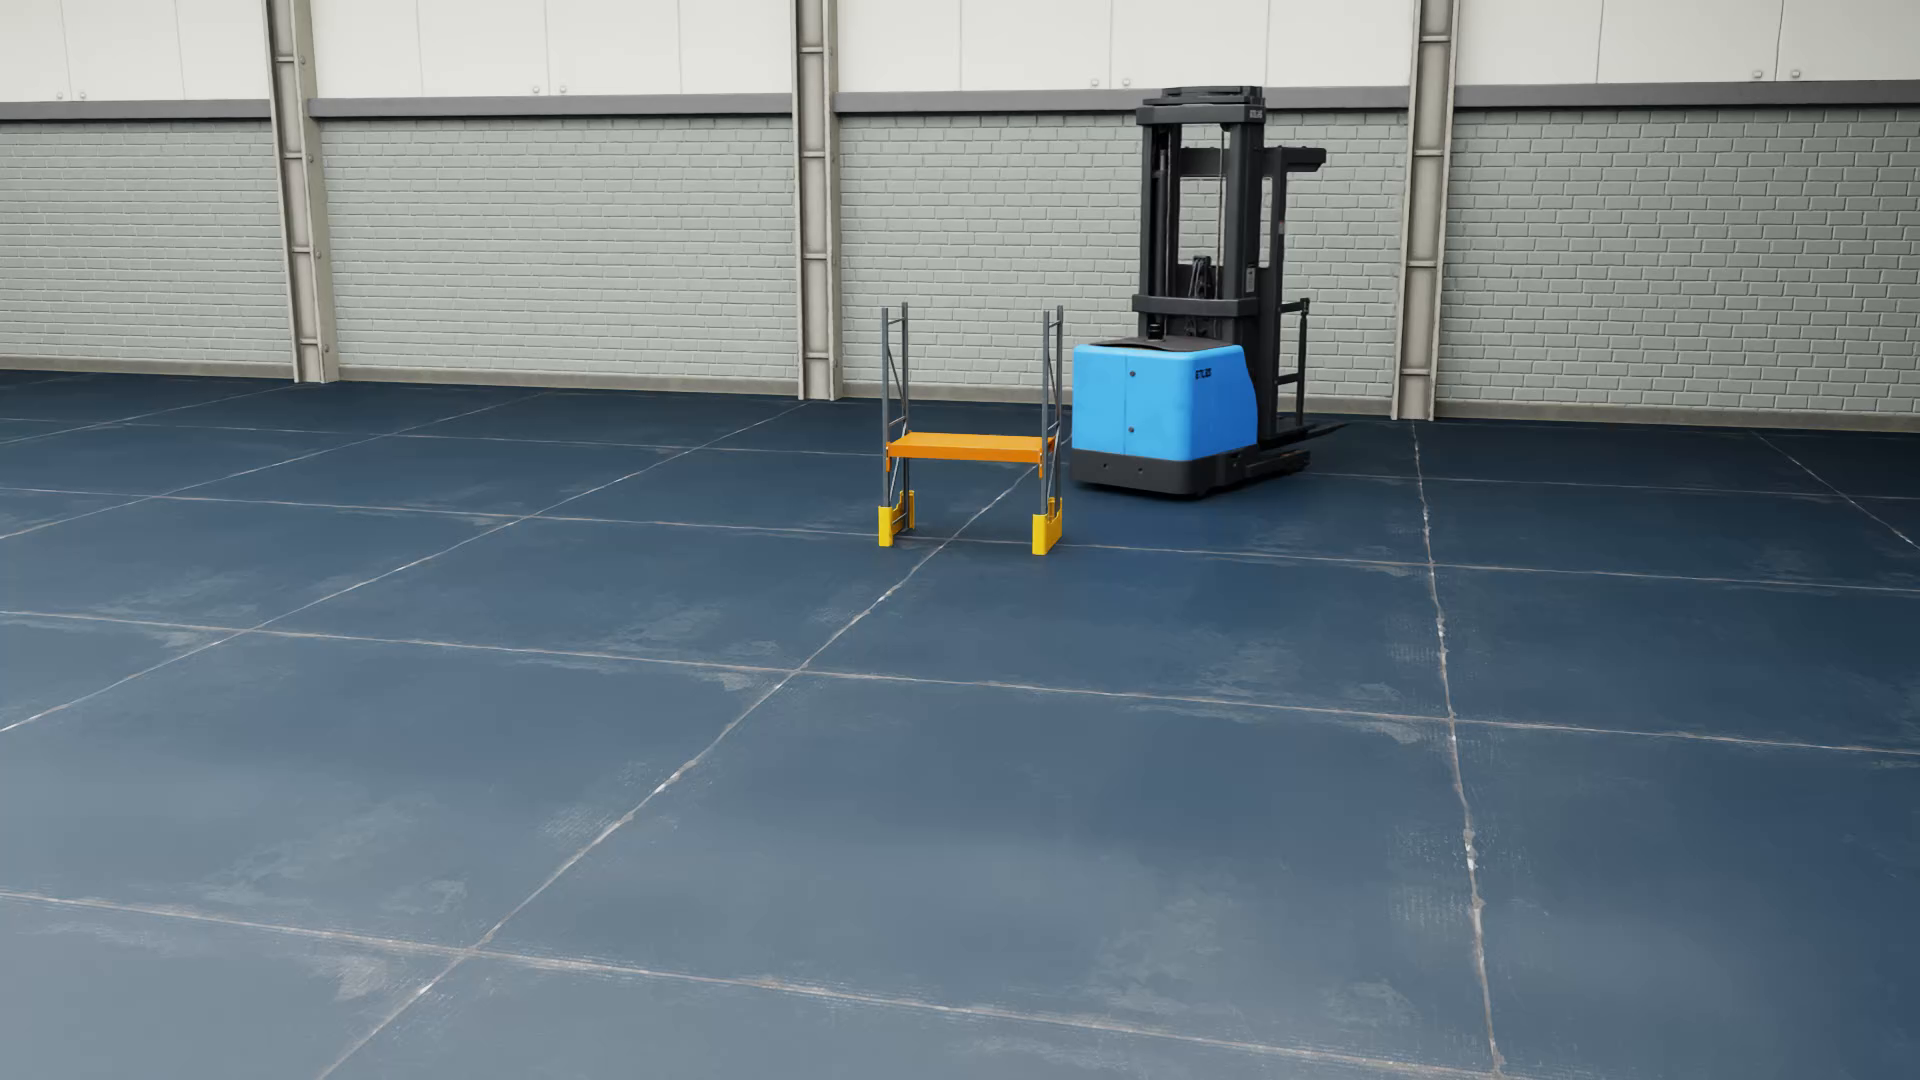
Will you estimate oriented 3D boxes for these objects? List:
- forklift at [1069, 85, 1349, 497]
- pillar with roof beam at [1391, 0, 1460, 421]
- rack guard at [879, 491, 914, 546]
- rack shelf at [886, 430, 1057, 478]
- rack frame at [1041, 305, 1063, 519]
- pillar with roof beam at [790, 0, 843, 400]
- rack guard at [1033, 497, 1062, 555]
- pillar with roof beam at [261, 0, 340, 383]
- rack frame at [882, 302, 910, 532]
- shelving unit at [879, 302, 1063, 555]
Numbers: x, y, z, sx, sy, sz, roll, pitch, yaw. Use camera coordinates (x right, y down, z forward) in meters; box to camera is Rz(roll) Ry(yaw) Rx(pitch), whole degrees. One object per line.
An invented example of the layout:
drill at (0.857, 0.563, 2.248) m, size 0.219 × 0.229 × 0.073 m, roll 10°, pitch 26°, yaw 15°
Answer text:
forklift at (2.129, -2.004, 13.001) m, size 1.130 × 2.935 × 3.031 m, roll 10°, pitch 16°, yaw 37°
pillar with roof beam at (3.334, -4.668, 10.996) m, size 0.400 × 9.000 × 9.100 m, roll 3°, pitch 13°, yaw 14°
rack guard at (-0.409, -0.144, 10.805) m, size 0.087 × 0.250 × 0.587 m, roll 3°, pitch 13°, yaw 14°
rack shelf at (0.083, -0.552, 10.590) m, size 1.000 × 0.185 × 0.538 m, roll 3°, pitch 13°, yaw 14°
rack frame at (0.576, -0.701, 10.432) m, size 0.032 × 1.500 × 0.500 m, roll 3°, pitch 13°, yaw 14°
pillar with roof beam at (-2.491, -4.979, 12.399) m, size 0.400 × 9.000 × 9.100 m, roll 3°, pitch 13°, yaw 14°
rack guard at (0.558, -0.092, 10.572) m, size 0.087 × 0.250 × 0.587 m, roll 3°, pitch 13°, yaw 14°
pillar with roof beam at (-8.316, -5.290, 13.802) m, size 0.400 × 9.000 × 9.100 m, roll 3°, pitch 13°, yaw 14°
rack frame at (-0.411, -0.754, 10.670) m, size 0.032 × 1.500 × 0.500 m, roll 3°, pitch 13°, yaw 14°
shelving unit at (0.074, -0.728, 10.553) m, size 1.083 × 1.500 × 0.587 m, roll 3°, pitch 13°, yaw 14°
